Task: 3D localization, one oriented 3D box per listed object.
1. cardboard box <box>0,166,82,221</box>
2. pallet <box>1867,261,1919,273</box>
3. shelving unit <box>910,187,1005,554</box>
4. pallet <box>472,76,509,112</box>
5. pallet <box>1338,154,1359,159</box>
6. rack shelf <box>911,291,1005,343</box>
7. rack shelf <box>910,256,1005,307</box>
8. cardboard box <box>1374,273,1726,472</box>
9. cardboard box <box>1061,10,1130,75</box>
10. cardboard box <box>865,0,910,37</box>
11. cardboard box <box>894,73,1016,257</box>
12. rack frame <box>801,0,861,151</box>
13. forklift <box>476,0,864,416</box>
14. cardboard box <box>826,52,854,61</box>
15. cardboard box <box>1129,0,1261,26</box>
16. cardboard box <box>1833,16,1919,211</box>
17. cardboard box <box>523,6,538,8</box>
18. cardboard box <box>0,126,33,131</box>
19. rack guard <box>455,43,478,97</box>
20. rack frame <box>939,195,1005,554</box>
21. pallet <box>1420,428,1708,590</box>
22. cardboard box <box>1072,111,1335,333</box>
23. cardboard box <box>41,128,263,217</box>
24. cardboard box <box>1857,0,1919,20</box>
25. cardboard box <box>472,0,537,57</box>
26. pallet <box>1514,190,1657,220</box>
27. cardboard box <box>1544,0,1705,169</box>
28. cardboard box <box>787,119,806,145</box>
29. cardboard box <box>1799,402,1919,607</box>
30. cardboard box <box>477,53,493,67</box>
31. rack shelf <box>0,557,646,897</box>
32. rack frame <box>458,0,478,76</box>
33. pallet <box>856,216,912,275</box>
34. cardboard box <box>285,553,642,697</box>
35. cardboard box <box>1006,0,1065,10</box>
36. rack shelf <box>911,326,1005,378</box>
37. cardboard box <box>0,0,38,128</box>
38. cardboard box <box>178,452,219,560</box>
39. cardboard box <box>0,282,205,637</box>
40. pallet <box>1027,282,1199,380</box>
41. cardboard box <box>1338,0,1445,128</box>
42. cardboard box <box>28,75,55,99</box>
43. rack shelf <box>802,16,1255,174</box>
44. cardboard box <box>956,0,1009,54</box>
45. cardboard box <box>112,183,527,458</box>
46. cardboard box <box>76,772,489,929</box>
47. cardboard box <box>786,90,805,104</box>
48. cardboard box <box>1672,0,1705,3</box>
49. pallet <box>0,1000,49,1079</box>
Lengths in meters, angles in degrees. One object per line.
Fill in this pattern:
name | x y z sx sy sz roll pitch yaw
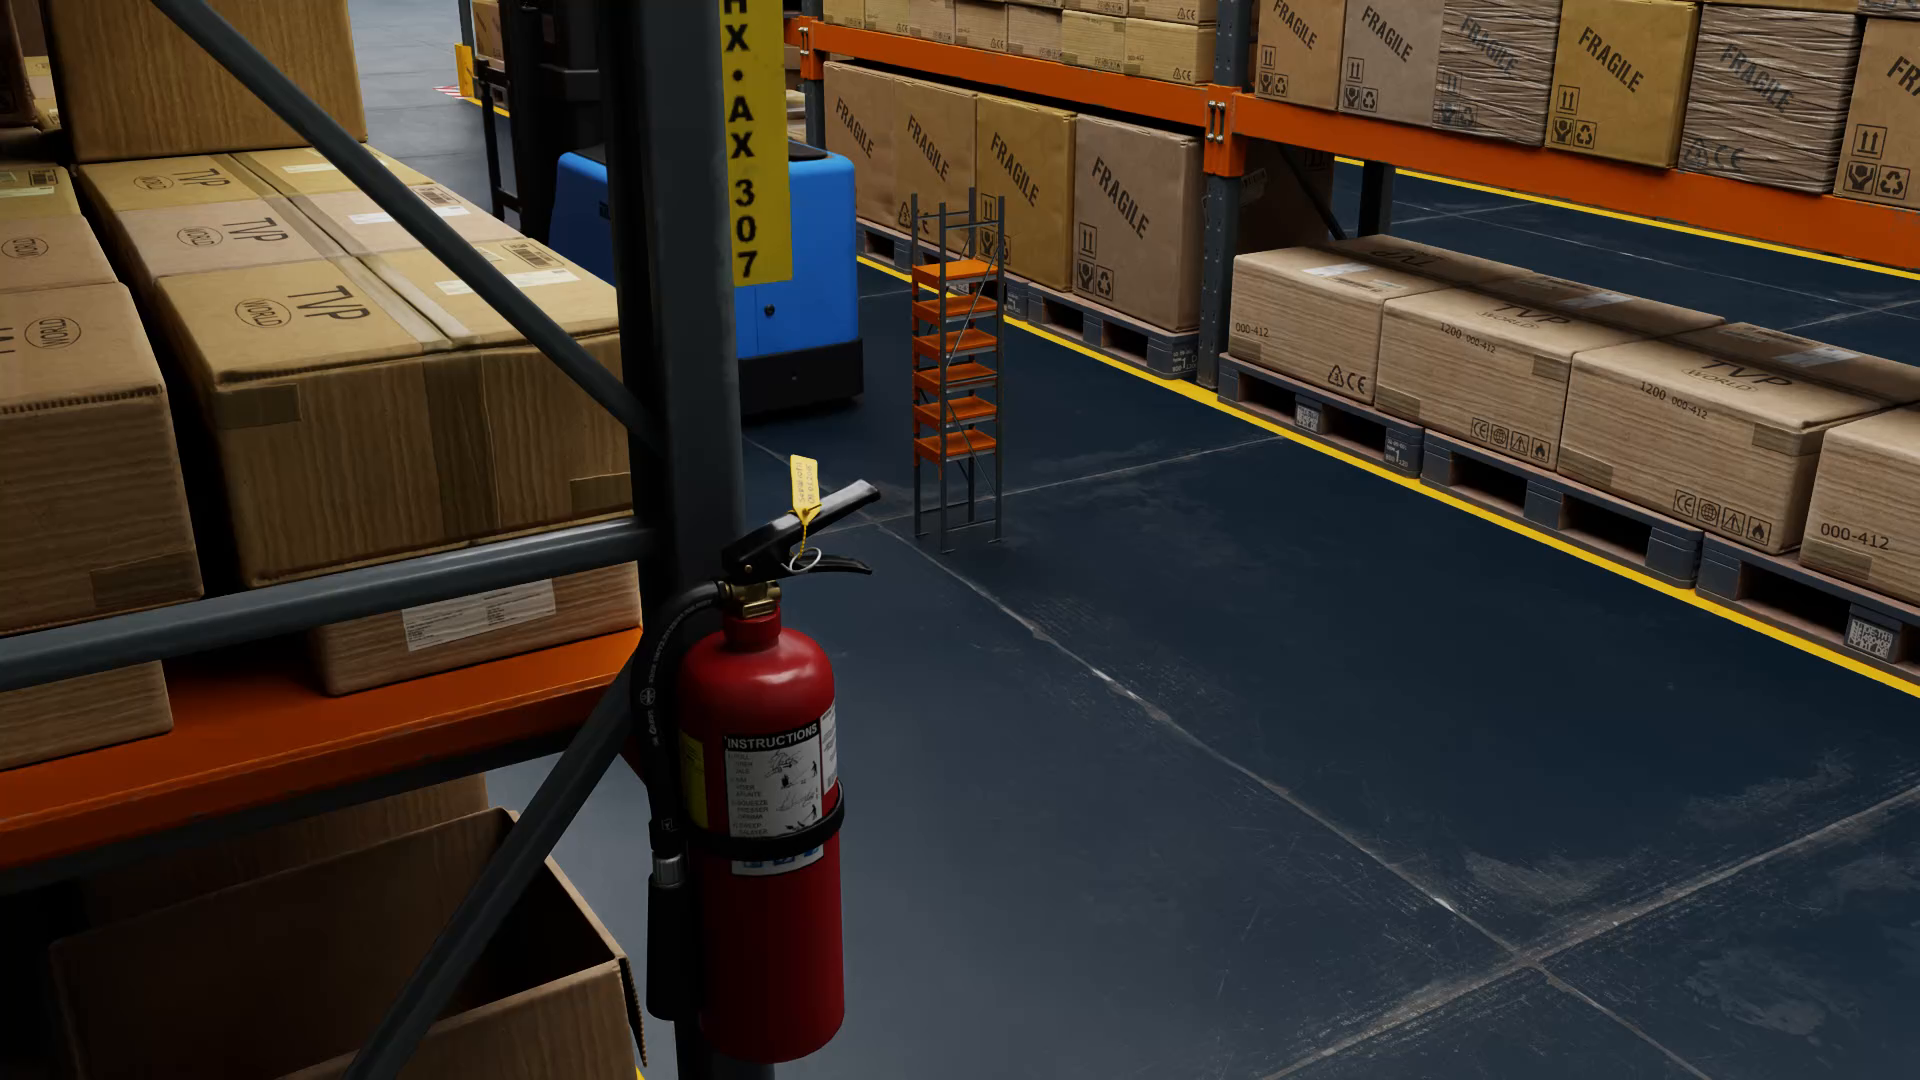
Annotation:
cardboard box | -1.666 -0.414 2.650 0.500 0.250 0.500 -12 25 -27
pallet | 6.108 -1.652 9.597 1.003 0.211 1.213 -13 25 -28
shelving unit | -0.007 -0.561 5.597 0.258 1.200 0.189 -13 25 -28
pallet | -4.176 -4.468 16.525 1.003 0.211 1.213 -13 25 -28
pallet | 3.353 -3.428 13.964 1.003 0.211 1.213 -13 25 -28
rack shelf | -0.007 -0.742 5.523 0.258 0.103 0.180 -13 25 -28
rack shelf | -0.007 -0.853 5.478 0.258 0.103 0.180 -13 25 -28
cardboard box | 2.216 -0.664 6.307 0.875 0.438 0.875 -13 26 -30
cardboard box | 0.825 -2.362 7.839 0.500 0.250 0.500 -13 25 -29
cardboard box | -0.202 -3.026 9.471 0.500 0.250 0.500 -13 26 -30
cardboard box | 0.220 -2.146 9.372 0.875 0.875 0.875 -12 25 -28
rack frame | -0.513 -3.465 10.352 1.000 3.000 0.127 -13 25 -28
forklift | -1.621 -2.306 7.593 1.130 2.935 3.031 -13 26 -29
cardboard box | -1.041 -4.305 14.732 0.500 0.500 0.500 -13 25 -28
cardboard box | 1.096 -2.428 7.337 0.500 0.250 0.500 -13 25 -28
cardboard box | 2.856 -1.192 4.628 0.500 0.500 0.500 -13 26 -29
cardboard box | -3.893 -4.668 15.412 0.500 0.500 0.500 -12 25 -27
cardboard box | -2.190 -0.742 3.457 0.500 0.250 0.500 -12 25 -27
rack guard | -4.561 -4.872 17.134 1.175 0.500 0.348 -13 25 -28
rack frame | 0.039 -0.531 5.524 0.240 1.200 0.006 -13 25 -28
pallet | 2.479 -0.222 6.077 1.003 0.211 1.213 -13 25 -28
cardboard box | 1.145 -1.566 7.944 0.875 0.875 0.875 -12 25 -27
cardboard box | -1.491 -0.674 3.291 0.500 0.250 0.500 -13 26 -30
cardboard box | 2.830 -1.659 4.448 0.500 0.500 0.500 -13 25 -28
cardboard box | -4.413 -5.001 16.229 0.500 0.500 0.500 -14 26 -30
pallet | 4.708 -2.510 11.707 1.003 0.211 1.213 -13 25 -28
cardboard box | 2.310 -1.521 5.438 0.500 0.500 0.500 -12 25 -27
cardboard box | -0.793 -2.627 11.223 0.950 0.372 0.625 -15 26 -32
cardboard box | 3.150 -0.077 4.863 0.875 0.438 0.875 -14 26 -30
cardboard box | -4.425 -4.661 16.389 0.500 0.250 0.500 -13 25 -29
rack shelf | -1.714 -0.233 3.358 1.077 0.370 4.000 -13 25 -28
rack frame | -4.600 -6.055 16.724 1.000 3.000 0.127 -13 25 -28
pallet | -0.175 -1.903 10.214 1.003 0.211 1.213 -13 25 -28
cardboard box | -0.624 0.038 2.068 0.380 0.149 0.250 -13 25 -29
cardboard box | 0.564 -2.755 8.141 0.500 0.250 0.500 -12 25 -27
rack shelf | -0.007 -0.631 5.569 0.258 0.103 0.180 -13 25 -28
cardboard box | -2.203 -1.097 3.334 0.500 0.500 0.500 -13 26 -30
cardboard box | -0.958 -0.114 2.442 0.380 0.149 0.250 -13 25 -29
cardboard box | -1.155 -0.085 1.842 0.500 0.250 0.500 -12 25 -27
pallet | 1.071 -1.114 8.271 1.003 0.211 1.213 -13 25 -28
cardboard box | 1.798 -1.850 6.248 0.500 0.500 0.500 -12 25 -28
cardboard box | -1.997 -1.005 4.105 0.500 0.250 0.500 -13 25 -28
rack shelf | 0.509 -2.484 8.895 1.077 0.370 4.000 -13 25 -28
cardboard box | 0.316 -2.696 8.659 0.500 0.250 0.500 -13 25 -28
cardboard box | -0.950 -0.349 2.492 0.500 0.250 0.500 -12 25 -28
cardboard box | -1.326 0.544 3.252 0.700 0.500 0.500 -11 25 -26
cardboard box | -1.559 -3.111 12.413 0.950 0.372 0.625 -12 25 -26
cardboard box | 2.325 -1.982 5.244 0.500 0.500 0.500 -13 25 -29
pallet | -1.139 1.090 2.849 1.003 0.211 1.213 -13 25 -28
